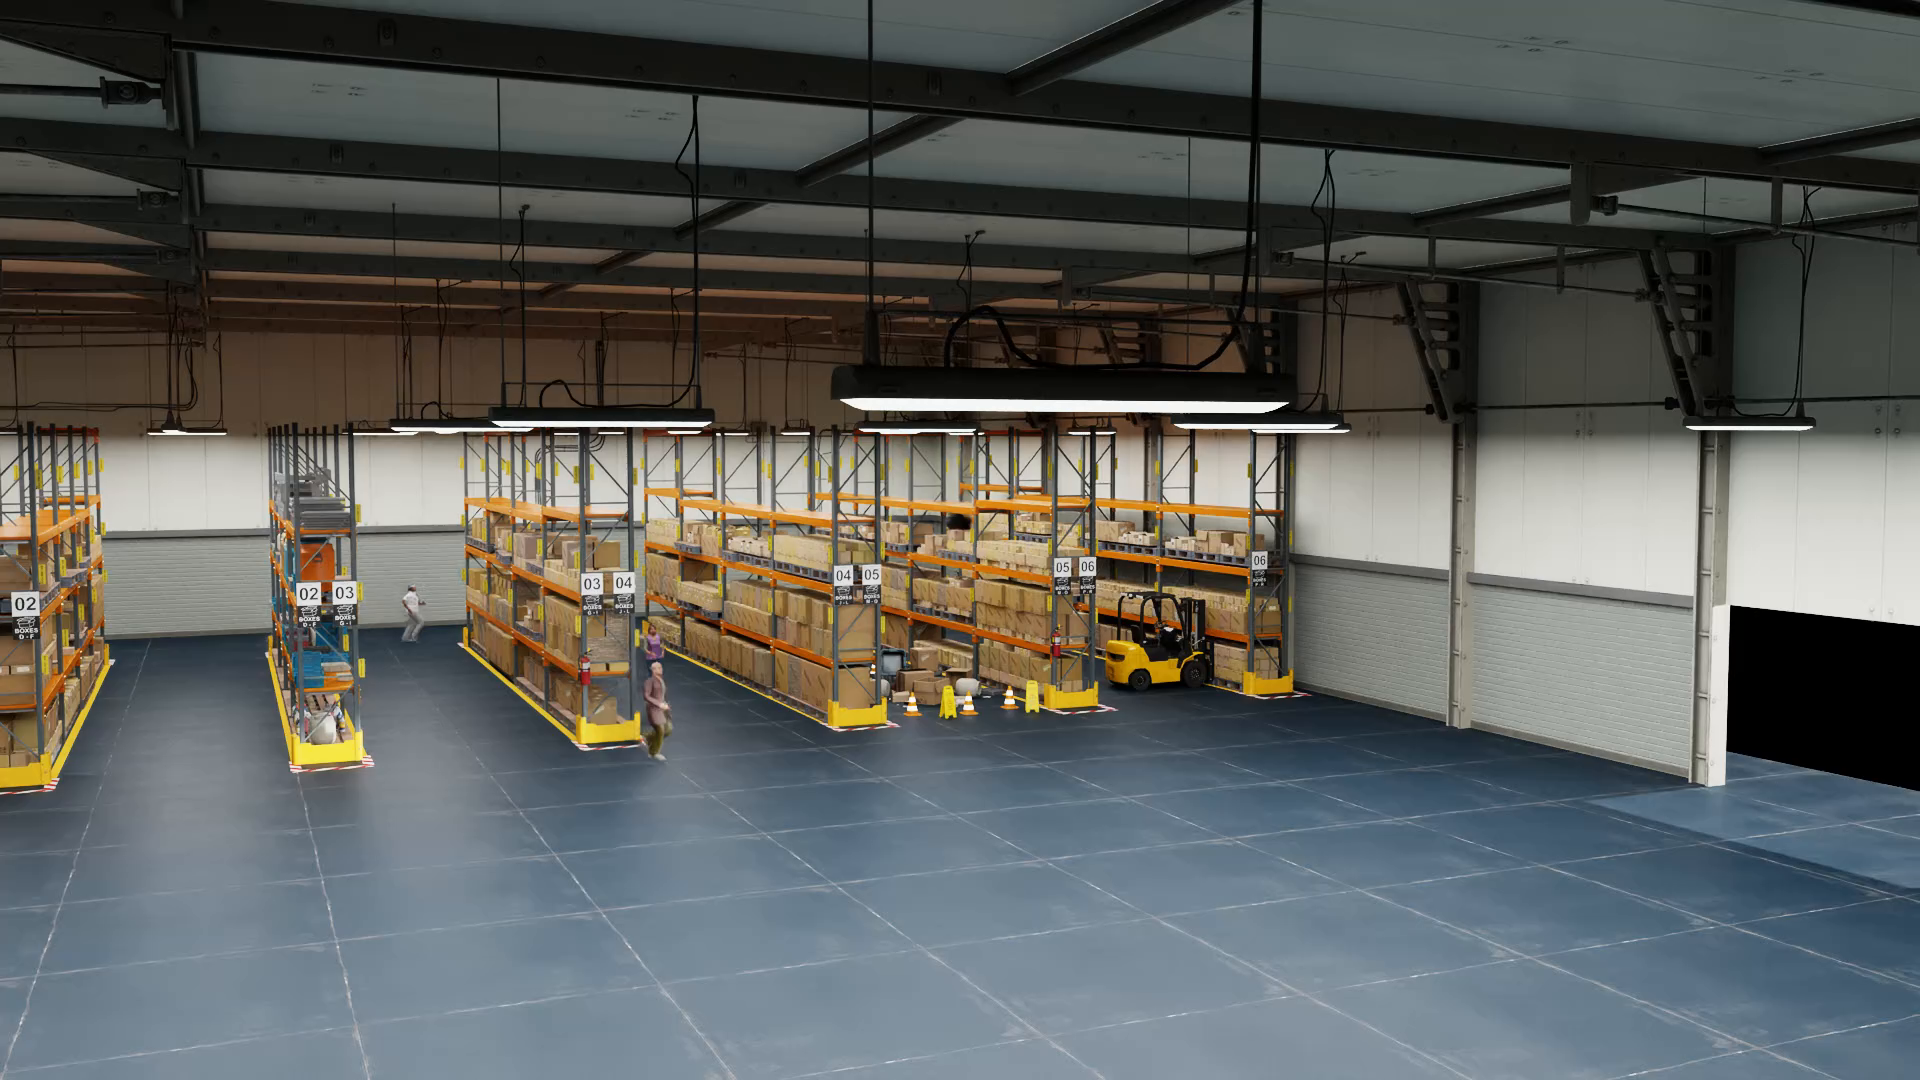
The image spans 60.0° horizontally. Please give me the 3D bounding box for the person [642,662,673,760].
[{"bbox_3d":[-5.425,3.048,29.707,0.659,1.745,0.750,1,4,17],"label":"person"}]

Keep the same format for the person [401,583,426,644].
[{"bbox_3d":[-15.285,2.043,46.536,0.699,1.724,0.548,-1,4,-15],"label":"person"}]

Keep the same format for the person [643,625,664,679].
[{"bbox_3d":[-6.841,2.681,37.276,0.568,1.537,0.644,-2,4,-29],"label":"person"}]

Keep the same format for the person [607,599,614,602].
[{"bbox_3d":[-9.850,2.013,46.642,0.696,1.741,0.519,0,3,-3],"label":"person"}]
